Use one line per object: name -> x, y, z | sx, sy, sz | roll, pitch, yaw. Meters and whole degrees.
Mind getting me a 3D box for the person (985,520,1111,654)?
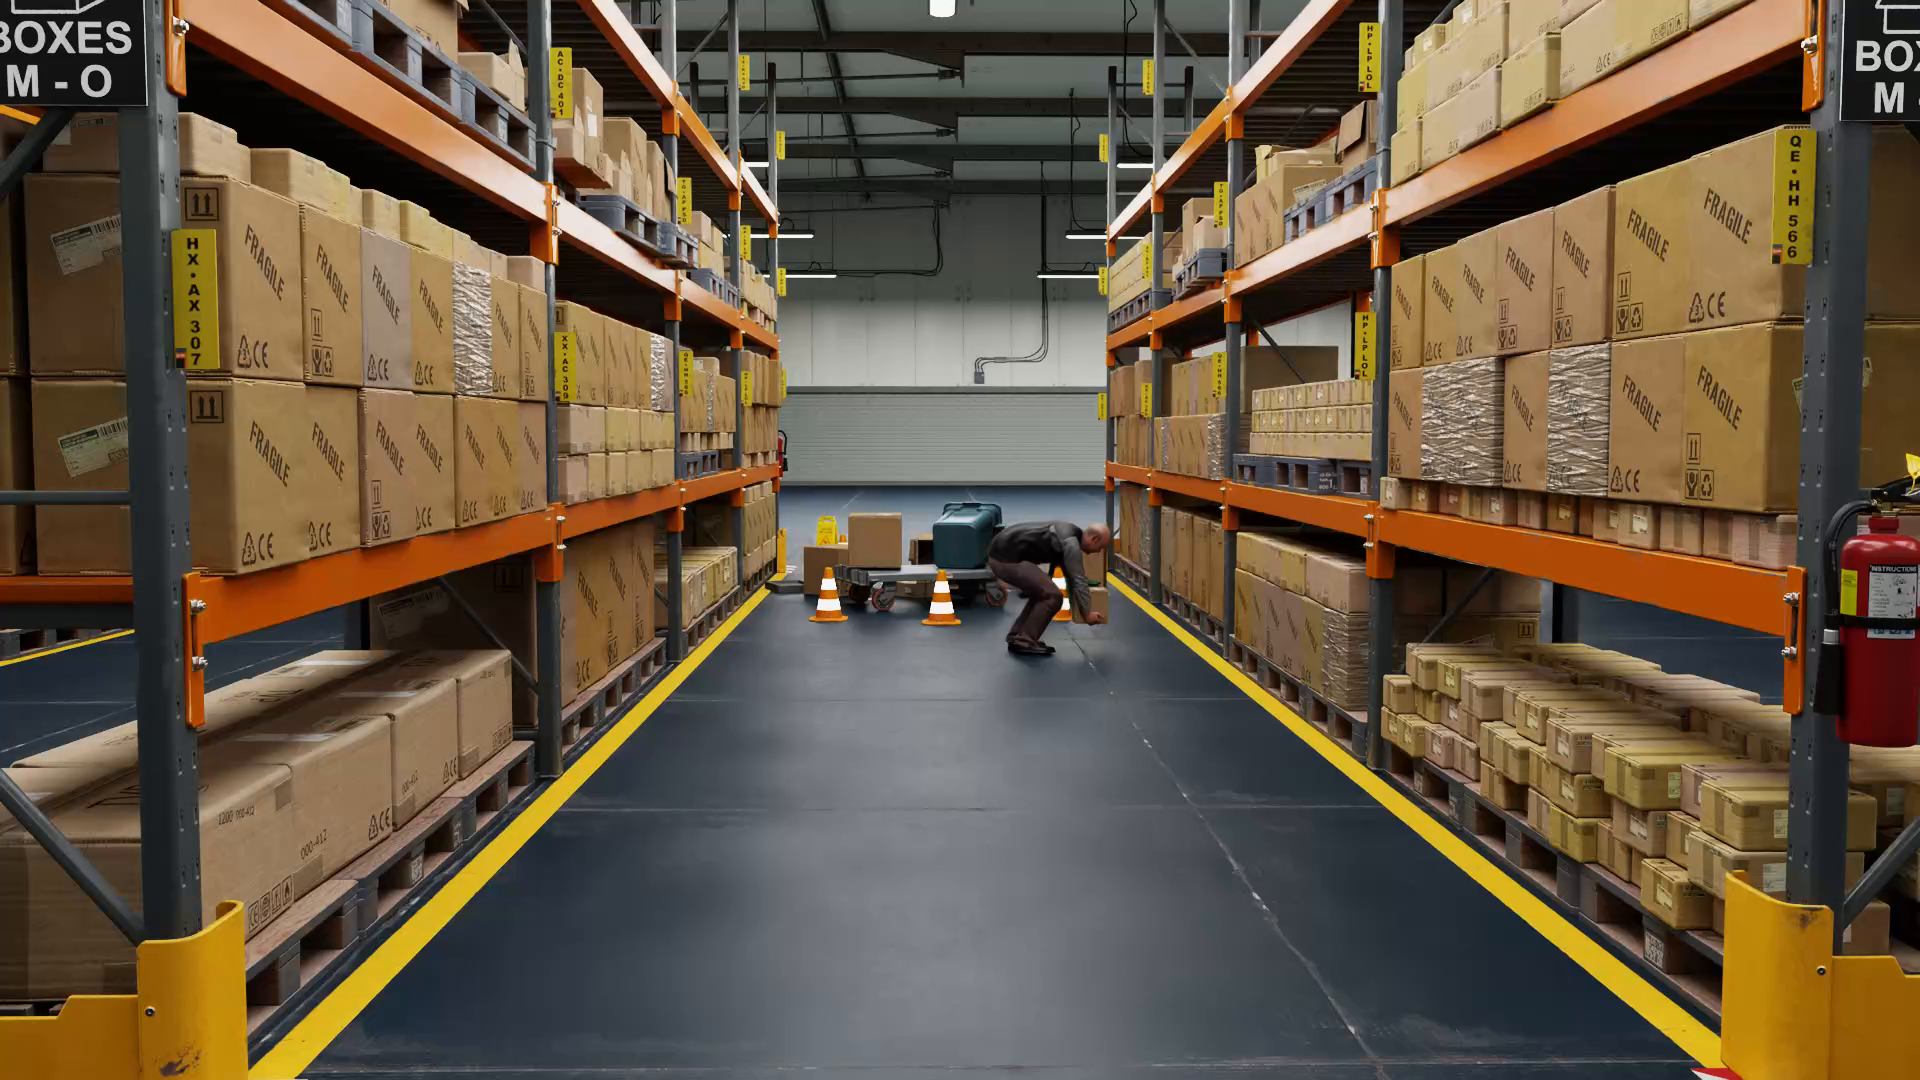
person -> 0.671, 0.347, 12.584 | 0.949, 1.008, 0.507 | 0, 4, -4
